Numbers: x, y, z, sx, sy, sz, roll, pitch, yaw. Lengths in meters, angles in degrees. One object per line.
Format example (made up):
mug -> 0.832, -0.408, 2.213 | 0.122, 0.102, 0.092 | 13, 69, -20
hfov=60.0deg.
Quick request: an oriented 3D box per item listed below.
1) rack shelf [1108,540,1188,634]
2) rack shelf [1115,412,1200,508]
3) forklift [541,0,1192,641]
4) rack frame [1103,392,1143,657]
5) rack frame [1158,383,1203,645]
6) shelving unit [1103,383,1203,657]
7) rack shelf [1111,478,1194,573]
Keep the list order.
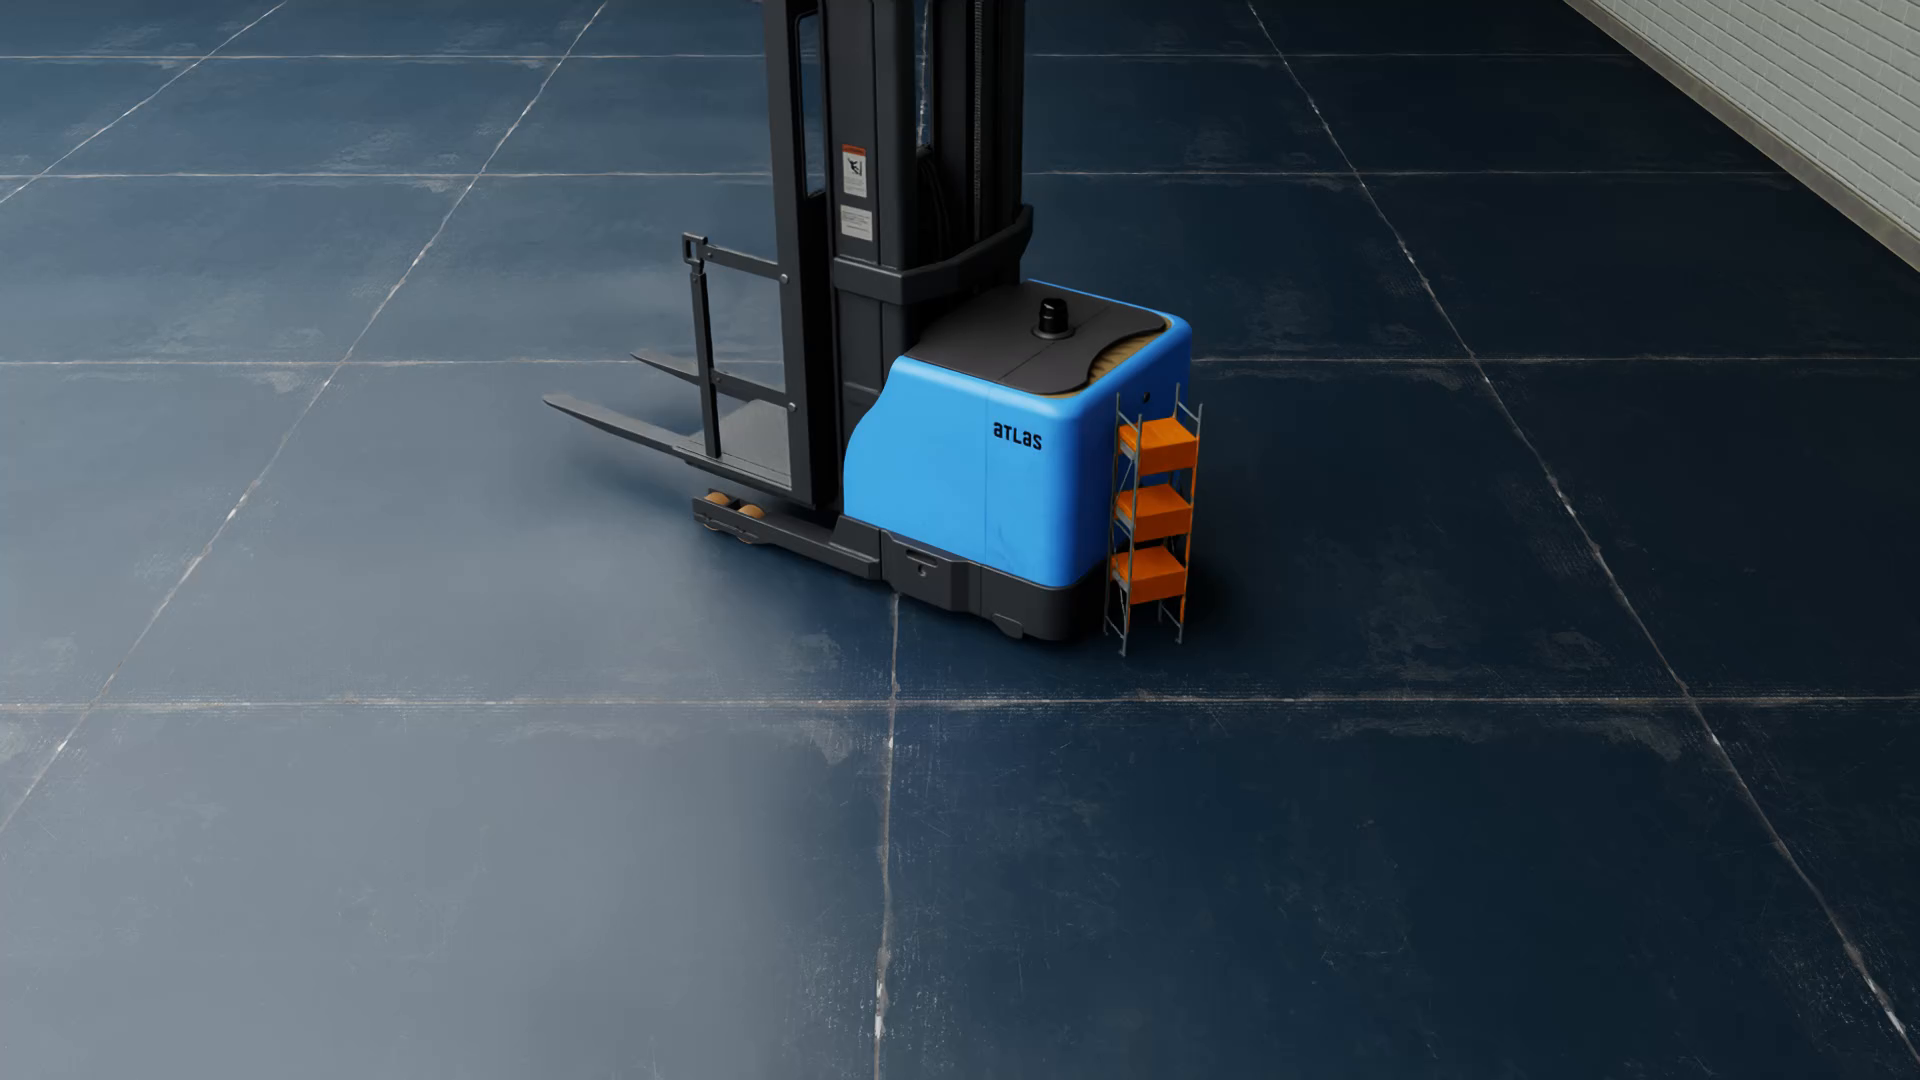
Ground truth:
rack shelf -> 0.725, 0.183, 6.489 | 0.240, 0.259, 0.215 | -11, 32, -18
rack shelf -> 0.729, -0.300, 6.202 | 0.240, 0.259, 0.215 | -11, 32, -18
forklift -> -0.562, -1.443, 6.803 | 3.031, 2.935, 1.130 | 19, 36, 29
rack frame -> 0.613, -0.044, 6.305 | 0.008, 1.050, 0.200 | -11, 32, -18
rack frame -> 0.842, -0.086, 6.379 | 0.008, 1.050, 0.200 | -11, 32, -18
shelving unit -> 0.727, -0.065, 6.342 | 0.252, 1.050, 0.215 | -11, 32, -18
rack shelf -> 0.727, -0.056, 6.347 | 0.240, 0.259, 0.215 | -11, 32, -18
